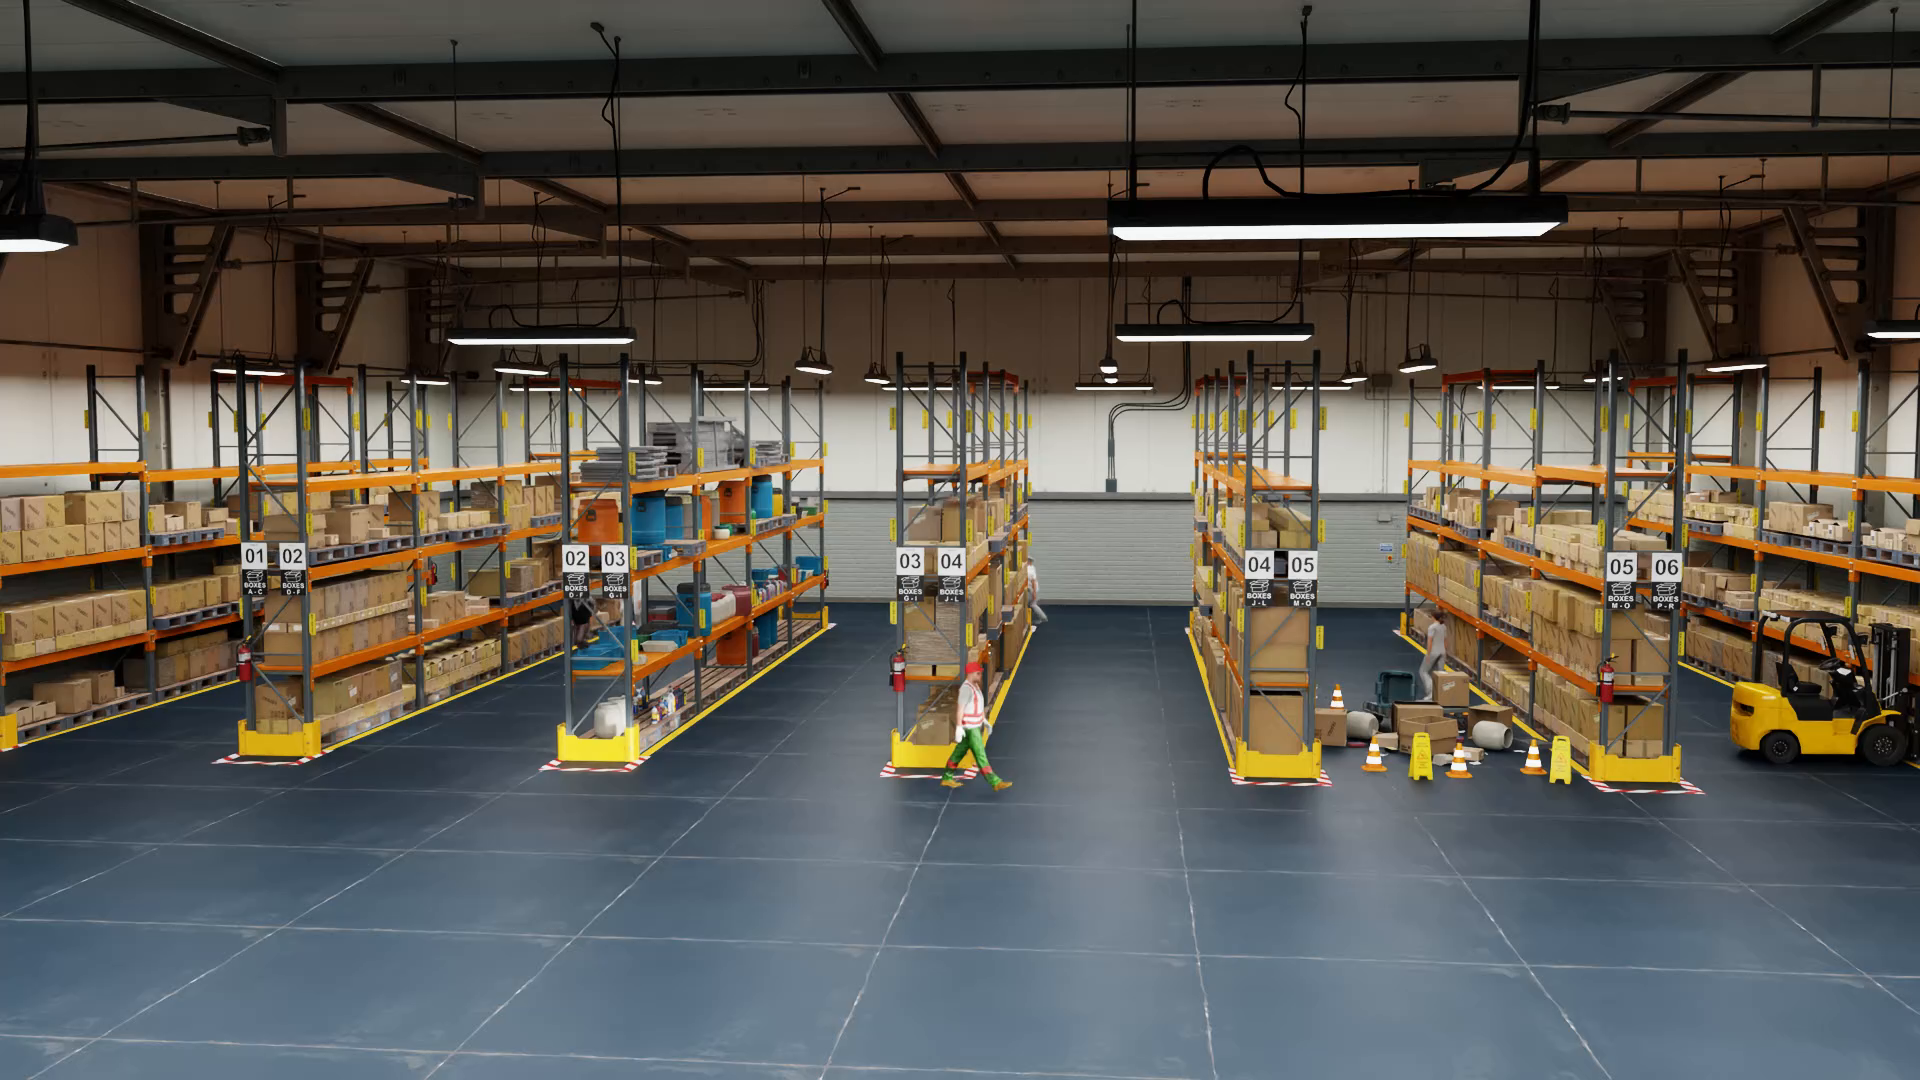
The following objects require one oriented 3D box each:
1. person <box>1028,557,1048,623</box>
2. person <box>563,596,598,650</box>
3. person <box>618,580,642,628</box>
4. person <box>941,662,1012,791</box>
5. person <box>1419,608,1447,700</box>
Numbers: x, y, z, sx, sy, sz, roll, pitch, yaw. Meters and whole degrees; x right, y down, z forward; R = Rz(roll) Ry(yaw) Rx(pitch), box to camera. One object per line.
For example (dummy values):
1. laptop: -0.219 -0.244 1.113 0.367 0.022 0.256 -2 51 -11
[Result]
1. person: 1.663 1.241 41.046 1.022 1.685 0.518 1 4 12
2. person: -7.883 1.730 34.611 0.627 1.630 0.726 1 4 15
3. person: -7.525 1.418 37.916 0.651 1.717 1.114 0 4 1
4. person: 0.233 2.508 22.488 1.038 1.726 0.576 1 4 10
5. person: 8.488 2.068 29.690 0.477 1.690 0.400 -2 5 -27
